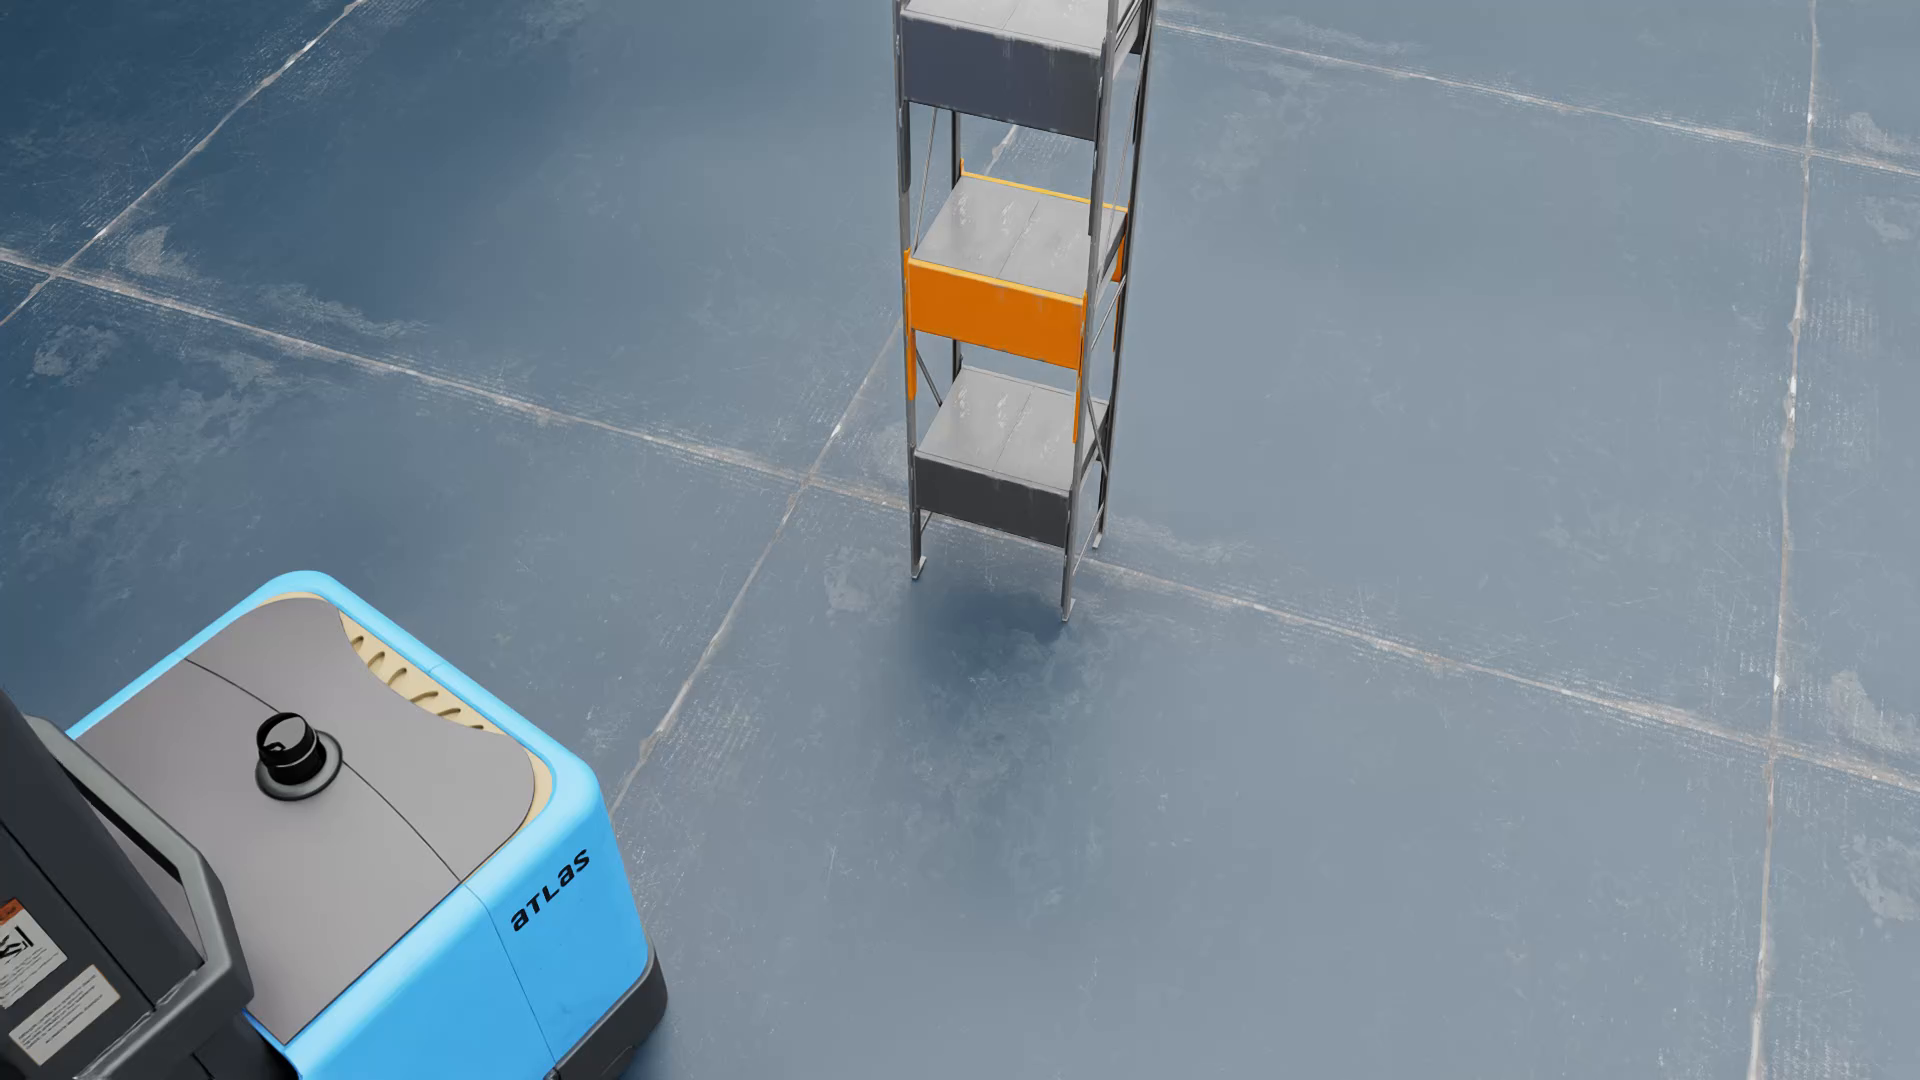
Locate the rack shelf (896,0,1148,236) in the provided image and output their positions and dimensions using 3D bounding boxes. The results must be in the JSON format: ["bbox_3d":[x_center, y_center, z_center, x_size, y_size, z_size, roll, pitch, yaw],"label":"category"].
[{"bbox_3d":[0.155,-1.094,3.900,0.480,0.518,0.431,16,51,13],"label":"rack shelf"}]

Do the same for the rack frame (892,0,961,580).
[{"bbox_3d":[-0.074,-0.708,4.474,0.015,2.100,0.400,16,51,13],"label":"rack frame"}]

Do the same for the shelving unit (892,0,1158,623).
[{"bbox_3d":[0.155,-0.644,4.419,0.503,2.100,0.431,16,51,13],"label":"shelving unit"}]

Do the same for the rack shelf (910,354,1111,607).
[{"bbox_3d":[0.155,-0.177,4.958,0.480,0.518,0.431,16,51,13],"label":"rack shelf"}]

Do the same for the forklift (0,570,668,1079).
[{"bbox_3d":[-2.027,0.892,2.537,1.130,2.935,3.031,30,56,24],"label":"forklift"}]

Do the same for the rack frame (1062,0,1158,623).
[{"bbox_3d":[0.384,-0.580,4.364,0.015,2.100,0.400,16,51,13],"label":"rack frame"}]

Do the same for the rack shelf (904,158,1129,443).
[{"bbox_3d":[0.155,-0.635,4.429,0.480,0.518,0.431,16,51,13],"label":"rack shelf"}]
